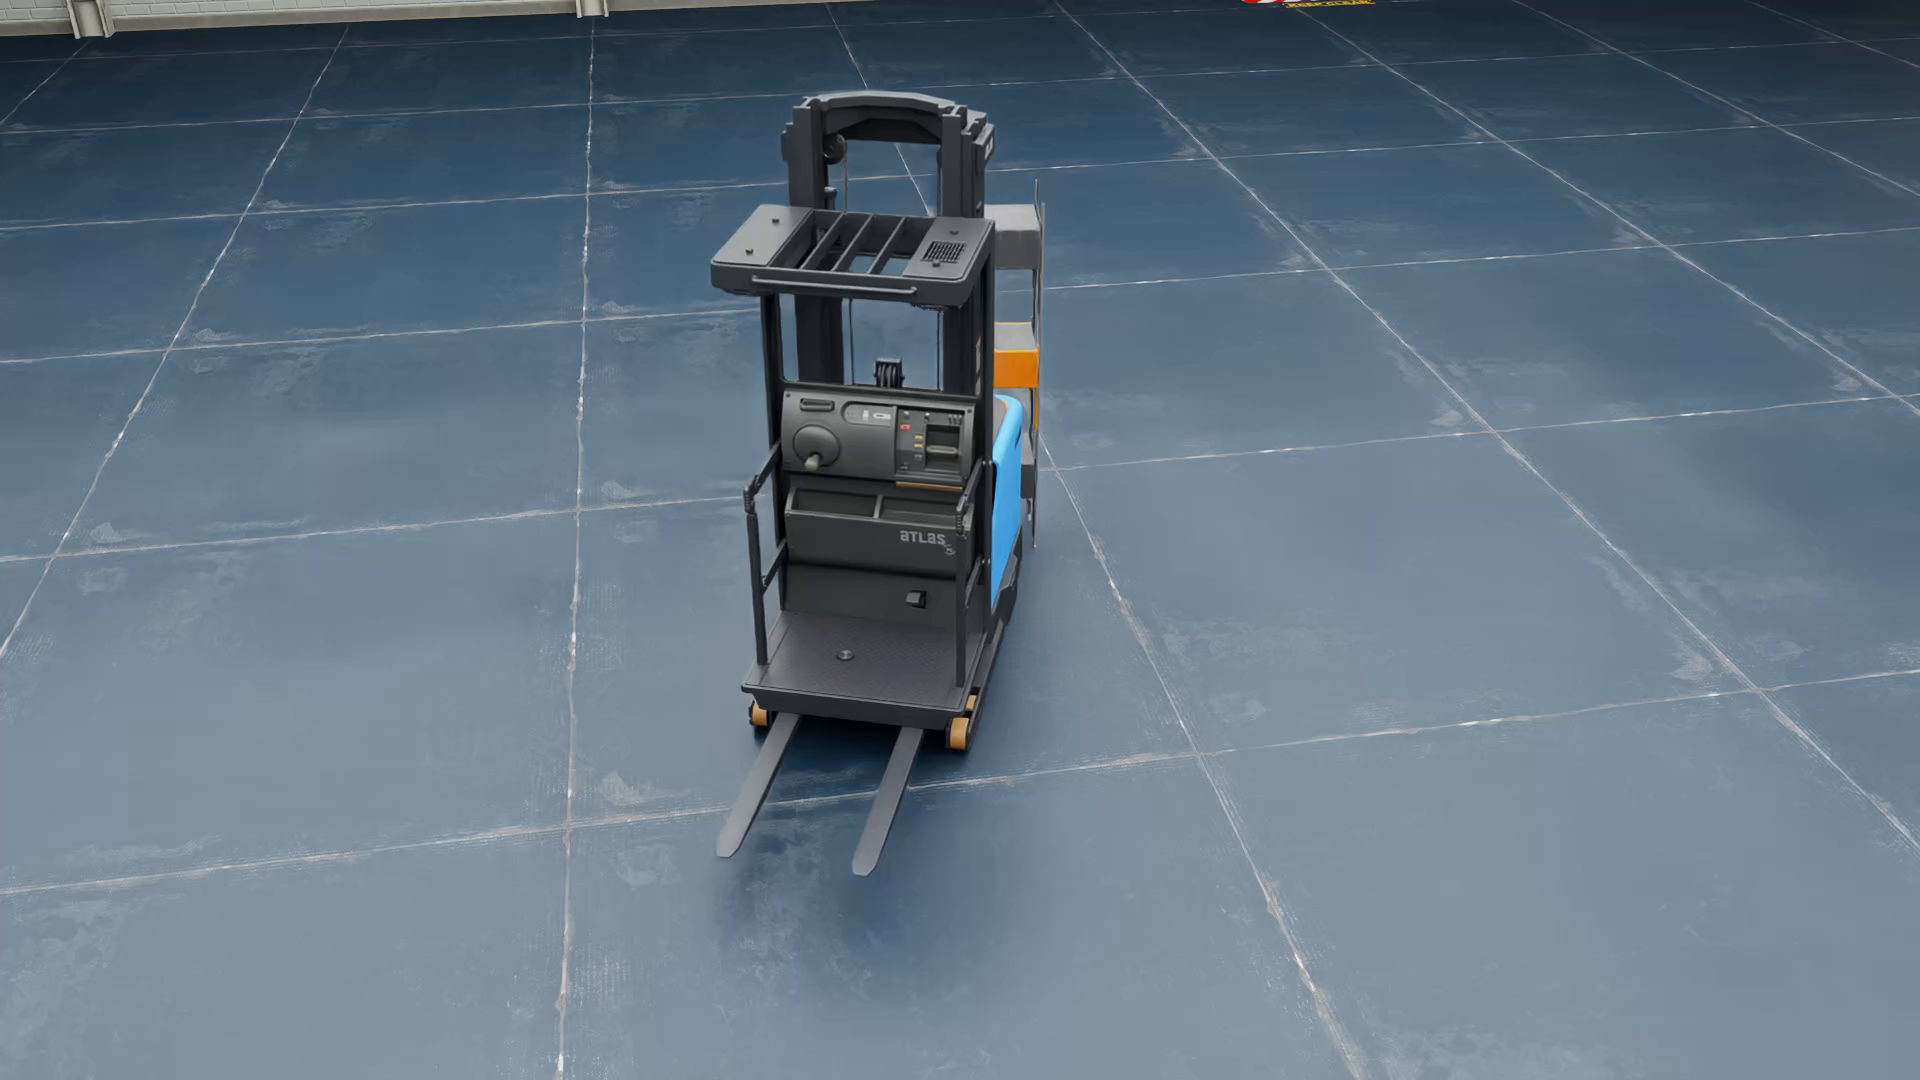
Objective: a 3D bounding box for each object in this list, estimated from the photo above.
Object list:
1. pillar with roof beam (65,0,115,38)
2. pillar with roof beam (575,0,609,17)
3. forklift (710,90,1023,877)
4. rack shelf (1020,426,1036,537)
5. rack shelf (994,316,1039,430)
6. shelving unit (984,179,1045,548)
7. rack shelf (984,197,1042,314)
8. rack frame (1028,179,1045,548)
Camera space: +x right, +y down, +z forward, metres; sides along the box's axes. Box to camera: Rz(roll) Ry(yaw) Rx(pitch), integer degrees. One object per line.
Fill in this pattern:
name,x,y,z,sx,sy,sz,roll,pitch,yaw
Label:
pillar with roof beam,-9.837,-7.937,14.484,0.400,9.000,9.100,-5,31,-9
pillar with roof beam,-3.935,-8.484,15.416,0.400,9.000,9.100,-5,31,-9
forklift,-0.431,-0.439,7.720,1.130,2.935,3.031,6,31,9
rack shelf,0.186,-0.341,9.780,0.480,0.518,0.431,-1,30,-2
rack shelf,0.186,-0.944,9.426,0.480,0.518,0.431,-1,30,-2
shelving unit,0.186,-0.956,9.419,0.503,2.100,0.431,-1,30,-2
rack shelf,0.186,-1.548,9.071,0.480,0.518,0.431,-1,30,-2
rack frame,0.429,-0.962,9.428,0.015,2.100,0.400,-1,30,-2
